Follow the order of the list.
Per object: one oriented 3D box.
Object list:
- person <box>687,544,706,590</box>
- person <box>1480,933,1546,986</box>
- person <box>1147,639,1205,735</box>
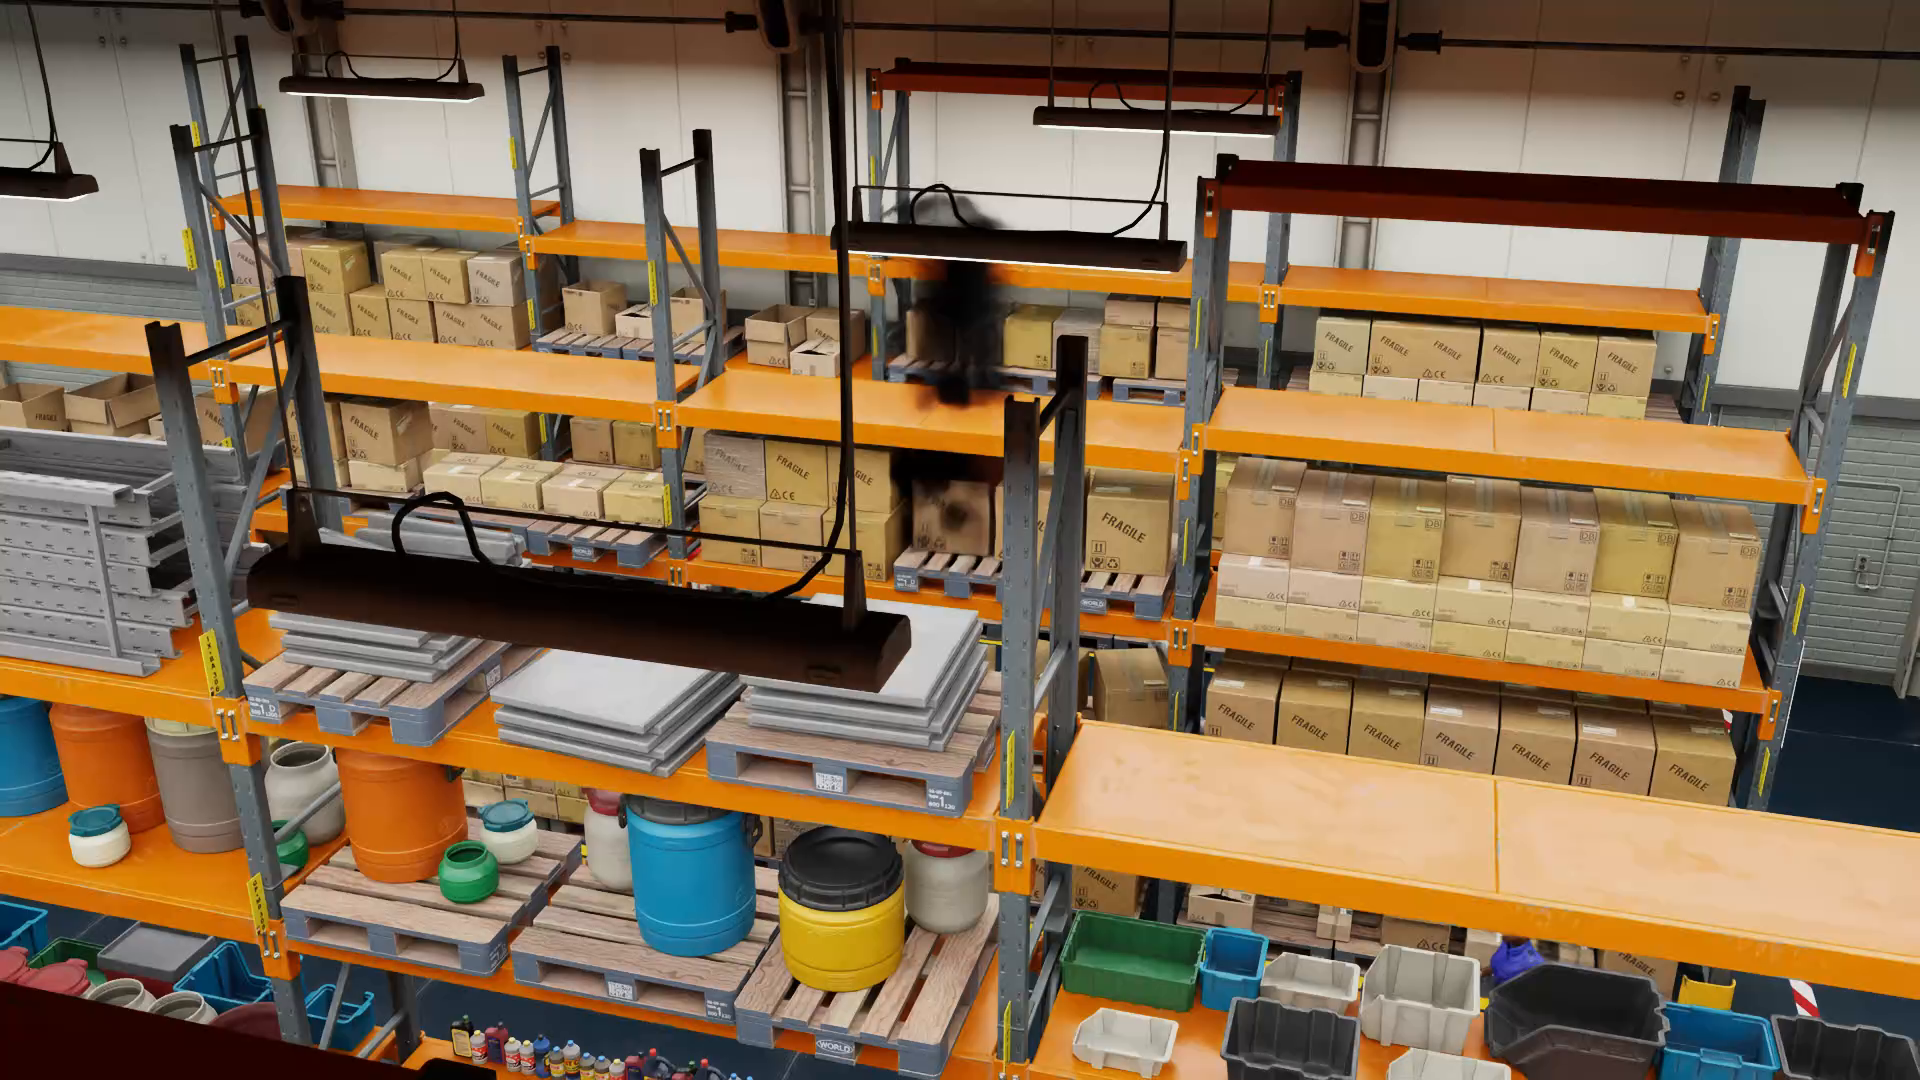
[{"bbox_3d":[-2.691,0.835,16.515,0.633,1.734,0.662,4,23,8],"label":"person"},{"bbox_3d":[3.678,3.185,11.020,0.787,1.701,0.521,2,23,5],"label":"person"},{"bbox_3d":[1.947,1.345,15.472,0.713,1.611,0.550,6,23,13],"label":"person"}]
